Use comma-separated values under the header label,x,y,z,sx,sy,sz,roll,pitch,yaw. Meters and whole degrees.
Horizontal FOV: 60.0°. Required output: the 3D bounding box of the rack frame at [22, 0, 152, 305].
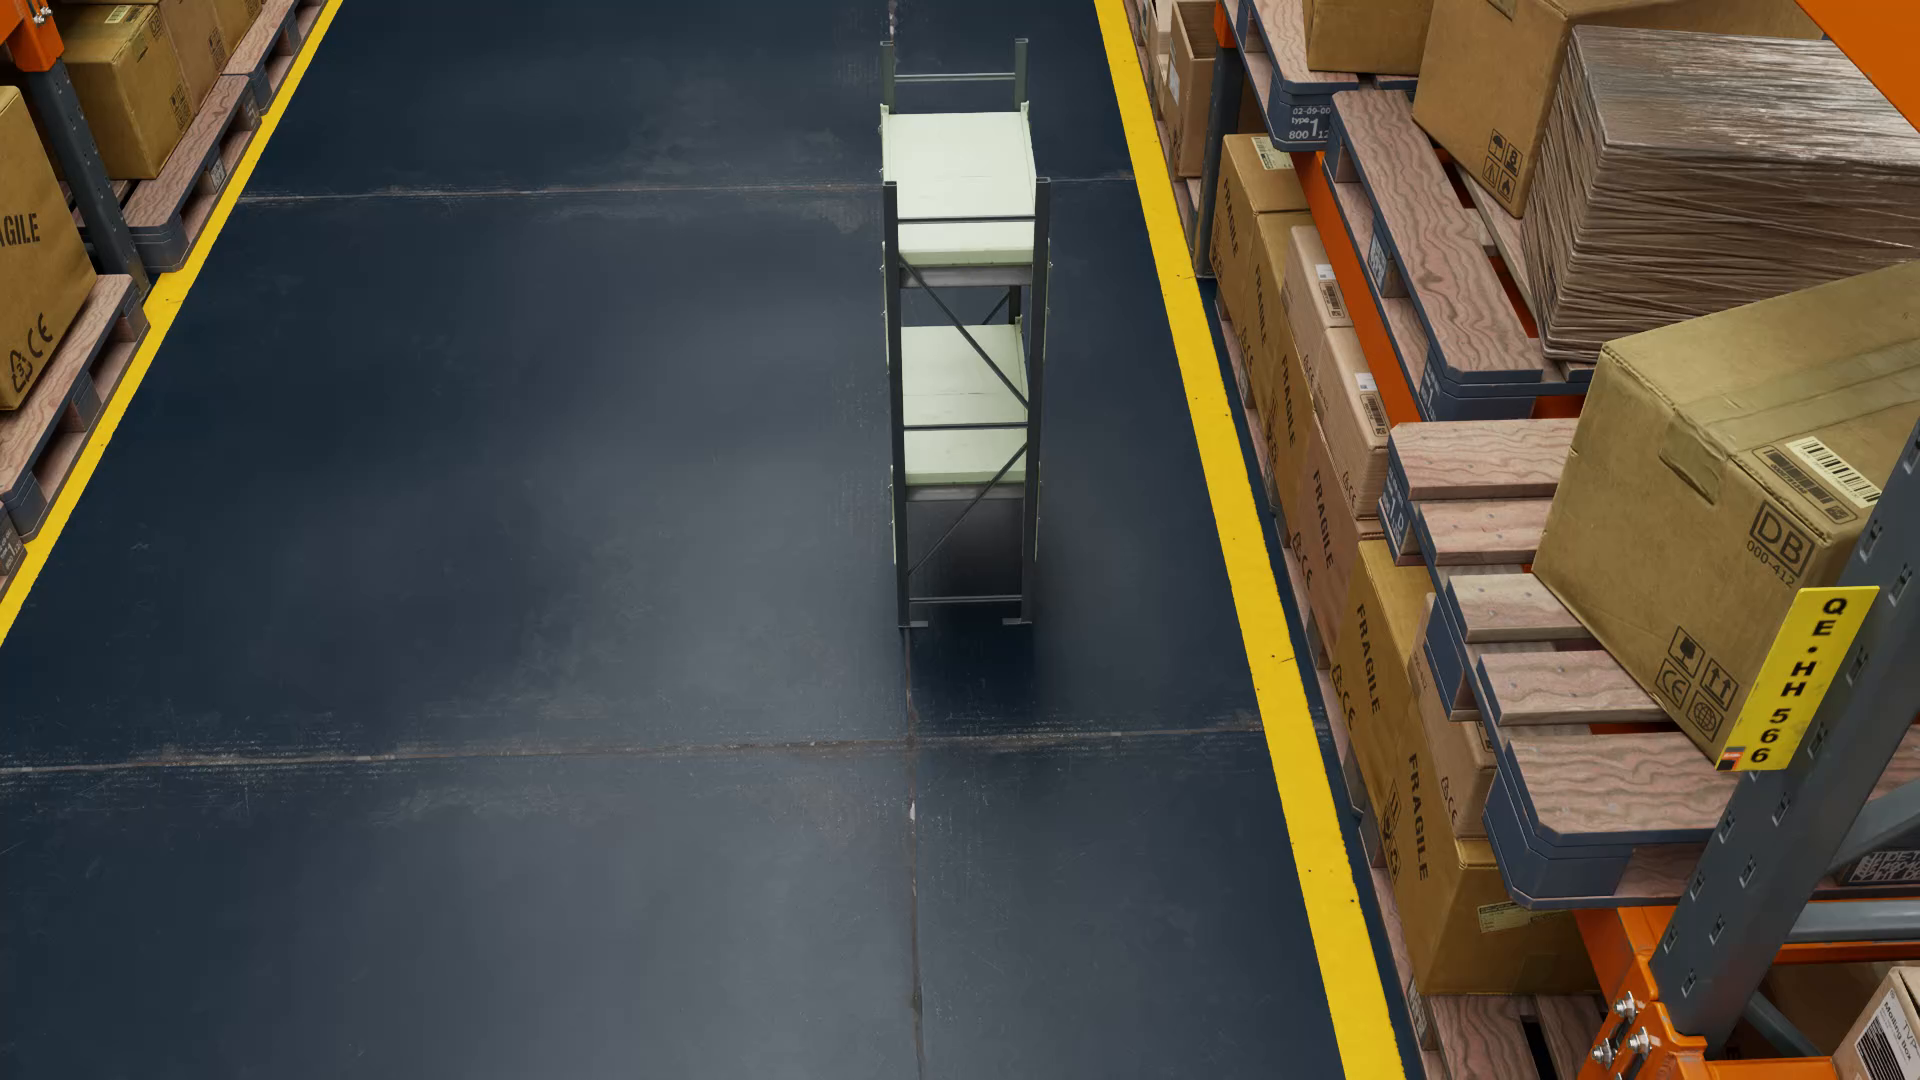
label,x,y,z,sx,sy,sz,roll,pitch,yaw
rack frame,-3.553,-2.004,5.216,1.000,3.000,0.127,-2,43,-2

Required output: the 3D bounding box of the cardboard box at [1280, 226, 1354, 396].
label,x,y,z,sx,sy,sz,roll,pitch,yaw
cardboard box,1.216,-0.657,4.716,0.500,0.250,0.500,-2,43,-2

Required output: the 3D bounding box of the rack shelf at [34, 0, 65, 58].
label,x,y,z,sx,sy,sz,roll,pitch,yaw
rack shelf,-3.638,-3.089,6.932,1.077,0.370,4.000,-2,43,-2

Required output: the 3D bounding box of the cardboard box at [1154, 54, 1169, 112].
label,x,y,z,sx,sy,sz,roll,pitch,yaw
cardboard box,1.013,-1.888,6.874,0.380,0.149,0.250,-2,43,-2

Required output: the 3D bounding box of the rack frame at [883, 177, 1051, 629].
label,x,y,z,sx,sy,sz,roll,pitch,yaw
rack frame,0.016,-0.301,4.469,0.400,1.500,0.023,-2,43,-2

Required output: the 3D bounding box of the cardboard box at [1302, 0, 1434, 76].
label,x,y,z,sx,sy,sz,roll,pitch,yaw
cardboard box,1.286,-1.552,4.338,0.700,0.500,0.500,5,43,5

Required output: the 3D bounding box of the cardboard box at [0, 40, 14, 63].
label,x,y,z,sx,sy,sz,roll,pitch,yaw
cardboard box,-3.674,-1.881,6.141,0.380,0.149,0.250,-2,43,-2

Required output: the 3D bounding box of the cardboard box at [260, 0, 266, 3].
label,x,y,z,sx,sy,sz,roll,pitch,yaw
cardboard box,-3.549,-2.791,7.614,0.700,0.500,0.500,-3,43,-3

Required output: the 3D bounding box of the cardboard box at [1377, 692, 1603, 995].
label,x,y,z,sx,sy,sz,roll,pitch,yaw
cardboard box,1.292,0.686,3.806,0.500,0.500,0.500,0,43,0

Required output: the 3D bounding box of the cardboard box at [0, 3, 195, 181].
label,x,y,z,sx,sy,sz,roll,pitch,yaw
cardboard box,-3.482,-1.745,6.473,0.700,0.500,0.500,-1,43,-1

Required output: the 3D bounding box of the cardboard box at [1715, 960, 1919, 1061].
label,x,y,z,sx,sy,sz,roll,pitch,yaw
cardboard box,1.833,0.996,3.468,0.500,0.500,0.500,0,43,0

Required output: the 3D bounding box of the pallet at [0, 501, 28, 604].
label,x,y,z,sx,sy,sz,roll,pitch,yaw
pallet,-3.390,0.368,4.692,1.003,0.211,1.213,-2,43,-2

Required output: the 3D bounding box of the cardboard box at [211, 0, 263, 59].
label,x,y,z,sx,sy,sz,roll,pitch,yaw
cardboard box,-3.520,-2.431,7.221,0.700,0.500,0.500,-1,43,-1

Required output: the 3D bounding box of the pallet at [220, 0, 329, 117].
label,x,y,z,sx,sy,sz,roll,pitch,yaw
pallet,-3.562,-2.317,7.622,1.003,0.211,1.213,-2,43,-2

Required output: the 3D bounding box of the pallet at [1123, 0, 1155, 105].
label,x,y,z,sx,sy,sz,roll,pitch,yaw
pallet,1.313,-2.410,7.723,1.003,0.211,1.213,-2,43,-2

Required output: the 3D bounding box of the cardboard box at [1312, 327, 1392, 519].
label,x,y,z,sx,sy,sz,roll,pitch,yaw
cardboard box,1.238,-0.318,4.347,0.500,0.250,0.500,-2,43,-3

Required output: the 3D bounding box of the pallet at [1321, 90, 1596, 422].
label,x,y,z,sx,sy,sz,roll,pitch,yaw
pallet,1.479,-0.690,3.925,1.003,0.211,1.213,-2,43,-2

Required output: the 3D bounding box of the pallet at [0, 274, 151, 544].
label,x,y,z,sx,sy,sz,roll,pitch,yaw
pallet,-3.445,-0.457,5.593,1.003,0.211,1.213,-2,43,-2

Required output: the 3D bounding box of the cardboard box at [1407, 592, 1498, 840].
label,x,y,z,sx,sy,sz,roll,pitch,yaw
cardboard box,1.285,0.372,3.594,0.500,0.250,0.500,0,43,0

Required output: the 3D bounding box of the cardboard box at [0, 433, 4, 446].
label,x,y,z,sx,sy,sz,roll,pitch,yaw
cardboard box,-3.354,-0.331,4.672,0.750,0.750,0.750,0,43,0

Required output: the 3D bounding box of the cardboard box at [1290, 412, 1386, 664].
label,x,y,z,sx,sy,sz,roll,pitch,yaw
cardboard box,1.242,-0.017,4.573,0.500,0.500,0.500,-3,43,-3

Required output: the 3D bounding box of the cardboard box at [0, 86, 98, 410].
label,x,y,z,sx,sy,sz,roll,pitch,yaw
cardboard box,-3.395,-0.931,5.326,0.750,0.750,0.750,-1,43,-1

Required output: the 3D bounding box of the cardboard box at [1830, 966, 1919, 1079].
label,x,y,z,sx,sy,sz,roll,pitch,yaw
cardboard box,1.538,0.831,2.189,0.500,0.311,0.500,1,43,1

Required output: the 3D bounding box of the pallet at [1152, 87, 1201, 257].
label,x,y,z,sx,sy,sz,roll,pitch,yaw
pallet,1.368,-1.584,6.822,1.003,0.211,1.213,-2,43,-2

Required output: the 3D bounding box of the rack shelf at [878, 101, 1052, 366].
label,x,y,z,sx,sy,sz,roll,pitch,yaw
rack shelf,0.000,-0.836,4.475,0.431,0.370,0.720,-2,43,-2

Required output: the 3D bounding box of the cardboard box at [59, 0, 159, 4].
label,x,y,z,sx,sy,sz,roll,pitch,yaw
cardboard box,-3.314,-2.221,6.512,0.380,0.149,0.250,0,43,0

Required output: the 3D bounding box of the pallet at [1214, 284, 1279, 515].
label,x,y,z,sx,sy,sz,roll,pitch,yaw
pallet,1.469,-0.573,5.719,1.003,0.211,1.213,-2,43,-2

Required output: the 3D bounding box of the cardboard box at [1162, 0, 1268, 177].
label,x,y,z,sx,sy,sz,roll,pitch,yaw
cardboard box,1.089,-1.766,6.481,0.500,0.500,0.500,-2,43,-2

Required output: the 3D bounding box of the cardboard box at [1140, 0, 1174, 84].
label,x,y,z,sx,sy,sz,roll,pitch,yaw
cardboard box,1.057,-2.202,7.097,0.500,0.311,0.500,-2,43,-2

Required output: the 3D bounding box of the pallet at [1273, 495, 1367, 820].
label,x,y,z,sx,sy,sz,roll,pitch,yaw
pallet,1.524,0.253,4.818,1.003,0.211,1.213,-2,43,-2

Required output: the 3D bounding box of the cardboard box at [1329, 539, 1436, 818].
label,x,y,z,sx,sy,sz,roll,pitch,yaw
cardboard box,1.270,0.337,4.187,0.500,0.500,0.500,-3,43,-3

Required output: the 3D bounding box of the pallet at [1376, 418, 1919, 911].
label,x,y,z,sx,sy,sz,roll,pitch,yaw
pallet,1.467,0.167,2.990,1.213,0.211,1.003,-2,43,-2

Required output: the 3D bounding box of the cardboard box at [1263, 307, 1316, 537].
label,x,y,z,sx,sy,sz,roll,pitch,yaw
cardboard box,1.221,-0.358,4.945,0.500,0.500,0.500,-1,43,-1

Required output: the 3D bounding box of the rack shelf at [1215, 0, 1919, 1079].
label,x,y,z,sx,sy,sz,roll,pitch,yaw
rack shelf,1.481,-0.533,4.144,1.077,0.370,4.000,-2,43,-2

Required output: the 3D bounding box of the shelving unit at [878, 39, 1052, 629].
label,x,y,z,sx,sy,sz,roll,pitch,yaw
shelving unit,0.000,-0.548,4.738,0.431,1.500,0.755,-2,43,-2

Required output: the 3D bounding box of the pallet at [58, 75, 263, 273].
label,x,y,z,sx,sy,sz,roll,pitch,yaw
pallet,-3.507,-1.492,6.721,1.003,0.211,1.213,-2,43,-2

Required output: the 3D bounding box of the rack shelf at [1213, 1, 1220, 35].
label,x,y,z,sx,sy,sz,roll,pitch,yaw
rack shelf,1.312,-3.234,7.090,1.077,0.370,4.000,-2,43,-2

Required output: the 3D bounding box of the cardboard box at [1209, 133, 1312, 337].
label,x,y,z,sx,sy,sz,roll,pitch,yaw
cardboard box,1.174,-1.056,5.706,0.500,0.500,0.500,-3,43,-4

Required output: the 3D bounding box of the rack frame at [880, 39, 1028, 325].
label,x,y,z,sx,sy,sz,roll,pitch,yaw
rack frame,-0.015,-0.795,5.008,0.400,1.500,0.023,-2,43,-2

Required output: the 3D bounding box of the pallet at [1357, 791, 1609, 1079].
label,x,y,z,sx,sy,sz,roll,pitch,yaw
pallet,1.572,1.075,3.921,1.003,0.211,1.213,-2,43,-2

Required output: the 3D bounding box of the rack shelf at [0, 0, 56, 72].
label,x,y,z,sx,sy,sz,roll,pitch,yaw
rack shelf,-3.468,-0.389,3.986,1.077,0.370,4.000,-2,43,-2

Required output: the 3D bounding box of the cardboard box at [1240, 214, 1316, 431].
label,x,y,z,sx,sy,sz,roll,pitch,yaw
cardboard box,1.207,-0.696,5.314,0.500,0.500,0.500,-1,43,-1

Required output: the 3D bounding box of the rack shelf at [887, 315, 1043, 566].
label,x,y,z,sx,sy,sz,roll,pitch,yaw
rack shelf,0.000,-0.308,4.959,0.431,0.370,0.720,-2,43,-2

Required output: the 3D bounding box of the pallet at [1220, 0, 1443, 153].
label,x,y,z,sx,sy,sz,roll,pitch,yaw
pallet,1.321,-1.535,4.847,1.003,0.211,1.213,-2,43,-2

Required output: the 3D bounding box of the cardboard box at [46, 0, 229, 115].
label,x,y,z,sx,sy,sz,roll,pitch,yaw
cardboard box,-3.500,-2.084,6.843,0.700,0.500,0.500,-2,43,-2

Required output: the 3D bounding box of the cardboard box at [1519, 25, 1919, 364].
label,x,y,z,sx,sy,sz,roll,pitch,yaw
cardboard box,1.579,-0.685,3.392,0.700,0.500,0.500,6,43,6

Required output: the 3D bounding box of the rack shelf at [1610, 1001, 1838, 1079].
label,x,y,z,sx,sy,sz,roll,pitch,yaw
rack shelf,1.651,2.167,1.198,1.077,0.370,4.000,-2,43,-2

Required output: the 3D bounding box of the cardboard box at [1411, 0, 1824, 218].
label,x,y,z,sx,sy,sz,roll,pitch,yaw
cardboard box,1.533,-1.149,3.899,0.700,0.500,0.500,-12,44,-13

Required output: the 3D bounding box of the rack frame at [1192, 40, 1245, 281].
label,x,y,z,sx,sy,sz,roll,pitch,yaw
rack frame,1.396,-2.149,5.374,1.000,3.000,0.127,-2,43,-2

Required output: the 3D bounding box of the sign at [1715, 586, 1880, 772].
label,x,y,z,sx,sy,sz,roll,pitch,yaw
sign,1.025,0.176,2.040,0.100,0.325,0.005,-2,43,-2

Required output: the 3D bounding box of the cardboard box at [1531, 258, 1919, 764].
label,x,y,z,sx,sy,sz,roll,pitch,yaw
cardboard box,1.427,-0.062,2.713,0.700,0.500,0.500,-15,45,-16
